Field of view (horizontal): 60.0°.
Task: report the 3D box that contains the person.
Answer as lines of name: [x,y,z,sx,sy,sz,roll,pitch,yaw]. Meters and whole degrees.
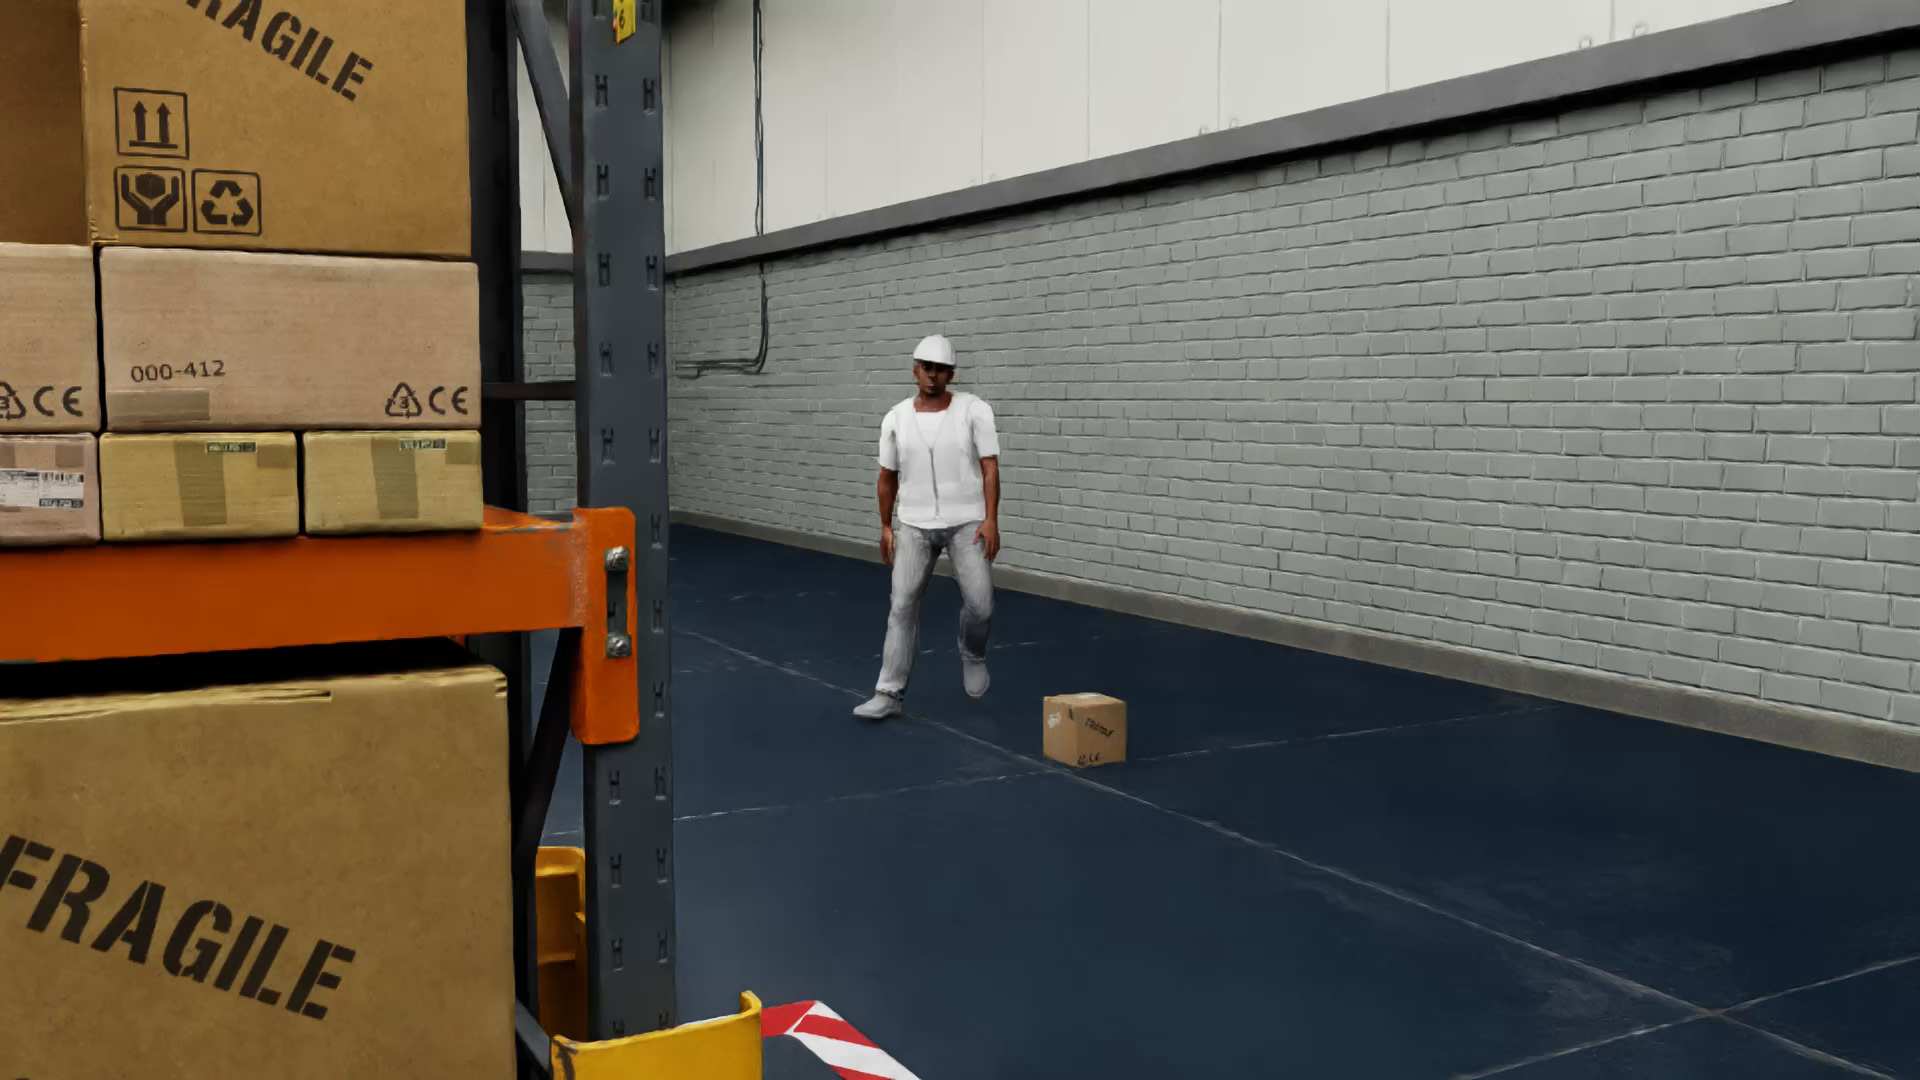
person: [-0.126,-0.071,7.755,0.661,1.761,0.623,1,5,10]
